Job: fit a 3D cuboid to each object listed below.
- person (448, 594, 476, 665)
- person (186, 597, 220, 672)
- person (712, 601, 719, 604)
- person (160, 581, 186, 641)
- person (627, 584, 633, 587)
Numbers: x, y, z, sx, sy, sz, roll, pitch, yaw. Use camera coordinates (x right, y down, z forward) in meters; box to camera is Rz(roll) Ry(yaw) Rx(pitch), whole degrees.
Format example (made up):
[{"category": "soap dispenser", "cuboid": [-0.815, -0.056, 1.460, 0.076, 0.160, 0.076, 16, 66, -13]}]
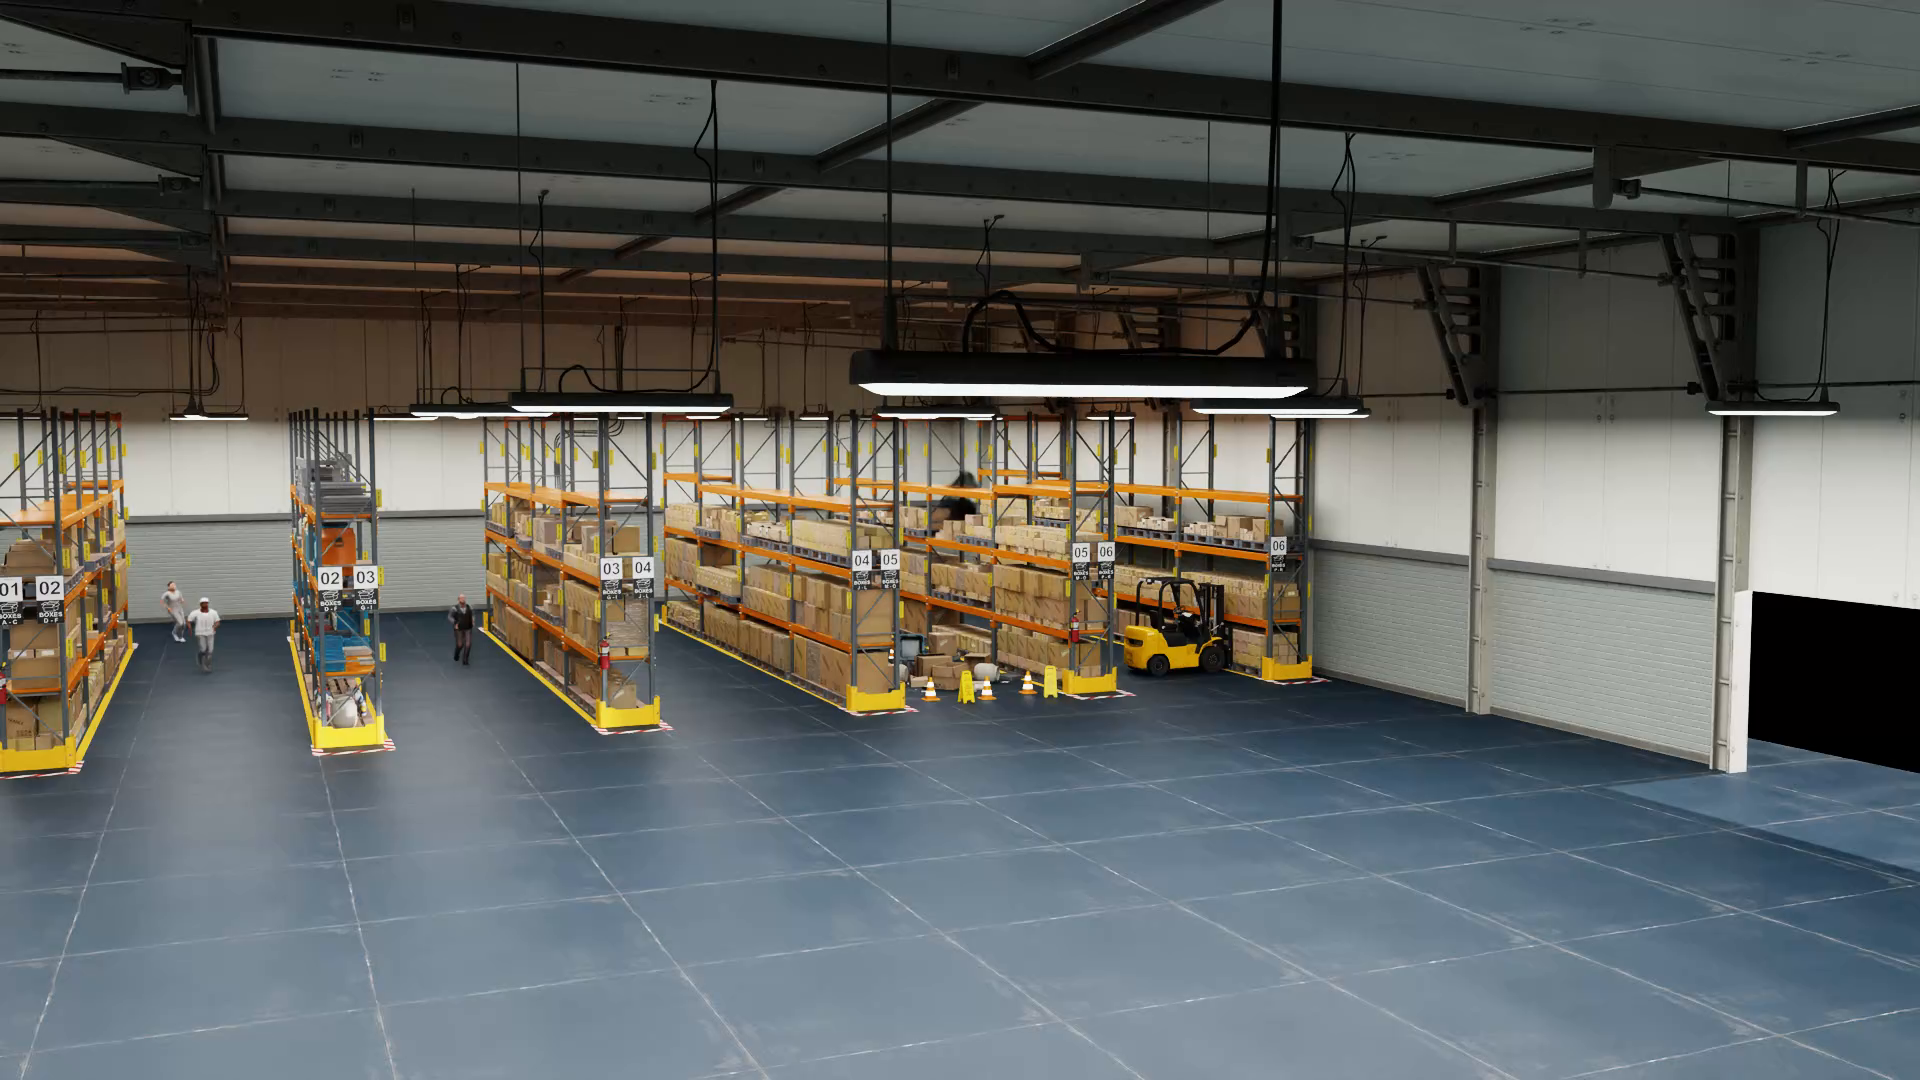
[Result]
[{"category": "person", "cuboid": [-11.782, 2.125, 39.431, 0.657, 1.670, 0.607, -2, 5, -30]}, {"category": "person", "cuboid": [-17.369, 2.181, 38.266, 0.698, 1.720, 0.575, -3, 5, -37]}, {"category": "person", "cuboid": [-7.580, 1.350, 49.439, 0.928, 1.772, 0.718, 3, 5, 34]}, {"category": "person", "cuboid": [-20.499, 1.877, 43.449, 0.550, 1.598, 0.573, 2, 5, 29]}, {"category": "person", "cuboid": [-9.195, 1.609, 46.214, 0.640, 1.847, 0.727, -2, 4, -22]}]
